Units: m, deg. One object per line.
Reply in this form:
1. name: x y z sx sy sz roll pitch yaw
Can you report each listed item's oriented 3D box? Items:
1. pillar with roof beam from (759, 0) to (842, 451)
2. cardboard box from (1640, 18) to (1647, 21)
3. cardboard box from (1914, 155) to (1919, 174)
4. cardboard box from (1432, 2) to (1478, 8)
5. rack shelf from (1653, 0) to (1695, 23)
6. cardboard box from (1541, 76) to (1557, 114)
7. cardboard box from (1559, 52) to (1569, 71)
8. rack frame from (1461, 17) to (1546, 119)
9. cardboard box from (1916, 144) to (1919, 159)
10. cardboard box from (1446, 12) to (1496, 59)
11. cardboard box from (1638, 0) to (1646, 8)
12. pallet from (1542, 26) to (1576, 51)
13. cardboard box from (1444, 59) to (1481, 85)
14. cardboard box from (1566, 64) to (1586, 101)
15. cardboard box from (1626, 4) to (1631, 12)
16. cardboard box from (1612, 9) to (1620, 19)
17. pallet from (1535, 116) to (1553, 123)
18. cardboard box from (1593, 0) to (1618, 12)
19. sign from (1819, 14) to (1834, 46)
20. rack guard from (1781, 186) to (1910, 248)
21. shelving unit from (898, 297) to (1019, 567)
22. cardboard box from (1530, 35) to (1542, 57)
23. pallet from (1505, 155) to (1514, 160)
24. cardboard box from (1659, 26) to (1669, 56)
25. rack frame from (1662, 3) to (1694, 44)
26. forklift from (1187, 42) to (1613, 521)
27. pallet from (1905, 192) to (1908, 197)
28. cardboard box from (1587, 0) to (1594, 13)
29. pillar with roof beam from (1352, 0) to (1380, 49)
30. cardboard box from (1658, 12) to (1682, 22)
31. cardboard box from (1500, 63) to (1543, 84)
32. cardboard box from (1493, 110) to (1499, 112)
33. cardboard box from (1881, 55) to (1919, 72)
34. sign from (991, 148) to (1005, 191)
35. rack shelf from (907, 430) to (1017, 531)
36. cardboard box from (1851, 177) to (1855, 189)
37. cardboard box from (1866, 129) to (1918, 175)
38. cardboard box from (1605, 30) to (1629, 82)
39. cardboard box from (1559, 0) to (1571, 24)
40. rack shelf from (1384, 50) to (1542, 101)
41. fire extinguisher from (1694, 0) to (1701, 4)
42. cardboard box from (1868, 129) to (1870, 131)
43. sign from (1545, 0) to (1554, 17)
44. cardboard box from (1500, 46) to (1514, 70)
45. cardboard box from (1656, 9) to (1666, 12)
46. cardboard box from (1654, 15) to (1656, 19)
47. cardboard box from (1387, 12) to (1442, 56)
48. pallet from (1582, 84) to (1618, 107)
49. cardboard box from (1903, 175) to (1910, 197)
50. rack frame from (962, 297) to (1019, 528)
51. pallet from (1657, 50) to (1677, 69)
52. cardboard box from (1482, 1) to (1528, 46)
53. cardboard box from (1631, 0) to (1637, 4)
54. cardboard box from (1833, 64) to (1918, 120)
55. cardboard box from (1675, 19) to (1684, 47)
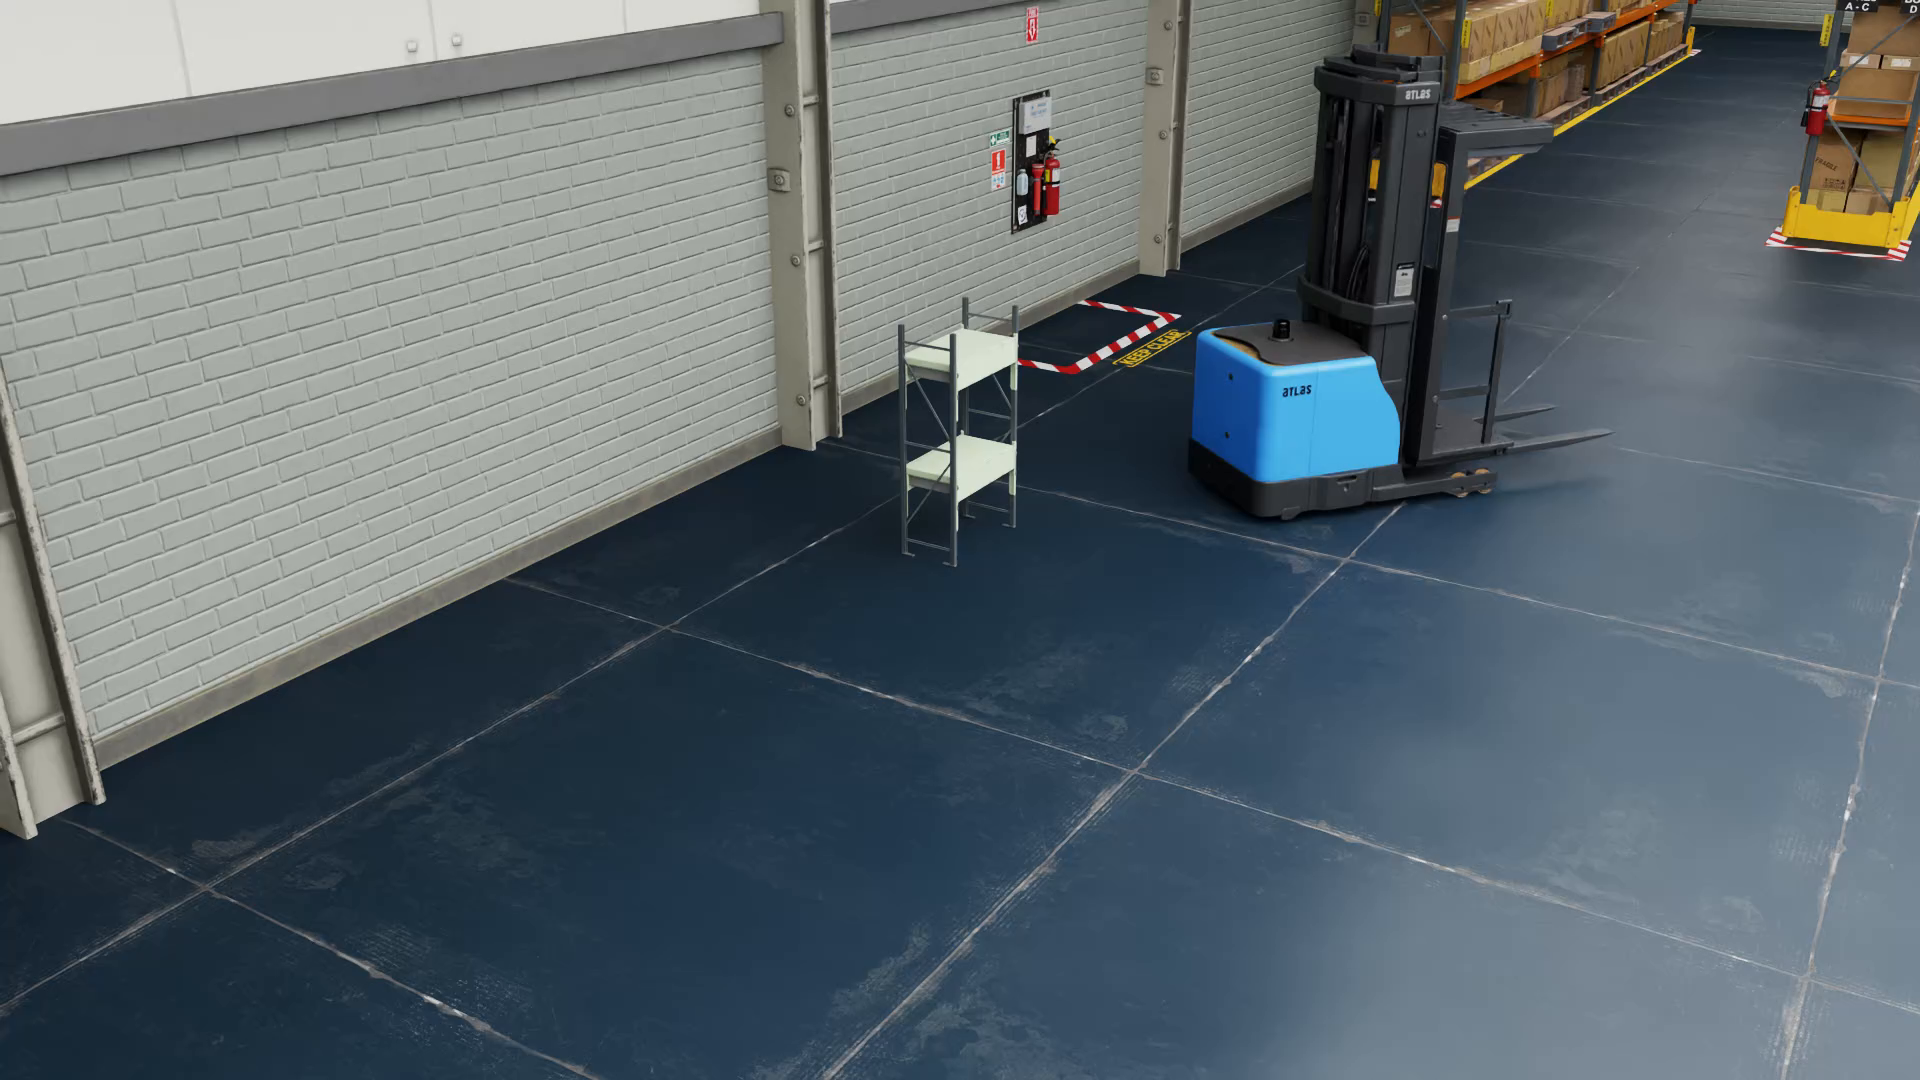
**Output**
1. pillar with roof beam: 2.537 -3.983 8.622 9.100 9.000 0.400 14 27 29
2. cardboard box: 12.691 -9.734 31.260 0.380 0.149 0.250 14 27 29
3. cardboard box: 11.565 -4.639 20.623 0.500 0.250 0.500 14 27 29
4. cardboard box: 6.452 -6.766 21.822 0.500 0.500 0.500 14 27 30
5. rack shelf: 12.961 -10.159 31.347 1.077 0.370 4.000 14 27 29
6. cardboard box: 8.593 -6.770 25.204 0.700 0.500 0.500 14 27 30
7. cardboard box: 9.106 -7.430 25.786 0.500 0.250 0.500 14 27 30
8. rack frame: 7.686 -7.114 23.408 1.000 3.000 0.127 14 27 29
9. cardboard box: 11.563 -4.984 20.475 0.500 0.500 0.500 14 27 29
10. cardboard box: 6.352 -6.312 20.773 0.500 0.500 0.500 14 27 29
11. cardboard box: 11.590 -9.265 28.668 0.380 0.149 0.250 14 27 29
12. pallet: 8.212 -7.254 23.972 1.003 0.211 1.213 14 27 29
13. cardboard box: 6.103 -5.803 20.542 0.500 0.250 0.500 13 27 27
14. cardboard box: 9.460 -7.265 26.349 0.700 0.500 0.500 14 27 30
15. cardboard box: 11.110 -9.028 28.120 0.380 0.149 0.250 15 27 31
16. cardboard box: 10.518 -8.576 27.075 0.380 0.149 0.250 15 27 31
17. pallet: 8.095 -6.098 24.570 1.003 0.211 1.213 14 27 29
18. cardboard box: 10.269 -8.766 26.698 0.500 0.500 0.500 15 27 30
19. sign: 9.332 -5.486 17.891 0.100 0.325 0.005 14 27 29
20. rack guard: 9.773 -3.572 18.372 1.175 0.500 0.348 14 27 29
21. shelving unit: -0.004 -0.686 10.447 0.431 1.500 0.755 14 27 29
22. cardboard box: 7.693 -6.831 22.918 0.500 0.250 0.500 14 27 29
23. pallet: 7.361 -5.600 23.421 1.003 0.211 1.213 14 27 29
24. cardboard box: 12.928 -9.432 31.381 0.700 0.500 0.500 15 27 30
25. rack frame: 14.016 -11.164 32.764 1.000 3.000 0.127 14 27 29
26. forklift: 3.175 -1.825 11.277 3.031 2.935 1.130 -9 25 -19
27. pallet: 10.798 -4.125 20.012 1.003 0.211 1.213 14 27 29
28. cardboard box: 9.556 -8.551 26.048 0.700 0.500 0.500 11 26 23
29. pillar with roof beam: 8.867 -8.033 17.978 9.100 9.000 0.400 14 27 29
30. cardboard box: 13.684 -10.082 32.066 0.380 0.149 0.250 15 27 30
31. cardboard box: 8.289 -6.914 24.595 0.500 0.250 0.500 13 27 28
32. cardboard box: 6.747 -5.463 22.187 0.700 0.500 0.500 12 26 26
33. cardboard box: 10.176 -5.158 17.947 0.380 0.149 0.250 14 27 29
34. sign: 0.330 -3.182 14.280 0.001 0.329 0.234 14 27 29
35. rack shelf: -0.004 -0.387 10.576 0.431 0.370 0.720 14 27 29
36. cardboard box: 10.071 -4.072 19.314 0.500 0.250 0.500 14 27 29
37. cardboard box: 10.773 -4.477 19.305 0.500 0.500 0.500 14 27 29
38. cardboard box: 10.762 -8.186 28.060 0.750 0.750 0.750 14 27 29
39. cardboard box: 8.605 -7.943 24.642 0.700 0.500 0.500 18 29 36
40. rack shelf: 6.631 -6.109 21.992 1.077 0.370 4.000 14 27 29
41. fire extinguisher: 14.487 -10.912 32.747 0.296 0.674 0.183 14 27 29
42. cardboard box: 10.596 -4.755 19.946 0.500 0.500 0.500 14 27 29
43. sign: 8.151 -7.400 22.979 0.100 0.325 0.005 14 27 29
44. cardboard box: 6.907 -6.322 21.741 0.500 0.250 0.500 14 27 29
45. cardboard box: 13.627 -10.335 32.648 0.380 0.149 0.250 14 27 29
46. cardboard box: 13.095 -9.993 31.859 0.380 0.149 0.250 14 27 30
47. cardboard box: 5.644 -6.252 20.637 0.500 0.500 0.500 14 27 28
48. pallet: 10.275 -7.435 27.659 1.003 0.211 1.213 14 27 29
49. cardboard box: 10.783 -4.131 19.449 0.500 0.250 0.500 14 27 29
50. rack frame: 0.190 -0.810 10.732 0.400 1.500 0.023 14 27 29
51. pallet: 13.016 -9.188 31.709 1.003 0.211 1.213 14 27 29
52. cardboard box: 7.166 -6.837 21.987 0.500 0.500 0.500 13 27 27
53. cardboard box: 11.084 -9.286 27.898 0.500 0.500 0.500 15 27 30
54. cardboard box: 10.043 -4.928 18.232 0.700 0.500 0.500 14 27 29
55. cardboard box: 13.731 -9.953 32.583 0.700 0.500 0.500 14 27 29
